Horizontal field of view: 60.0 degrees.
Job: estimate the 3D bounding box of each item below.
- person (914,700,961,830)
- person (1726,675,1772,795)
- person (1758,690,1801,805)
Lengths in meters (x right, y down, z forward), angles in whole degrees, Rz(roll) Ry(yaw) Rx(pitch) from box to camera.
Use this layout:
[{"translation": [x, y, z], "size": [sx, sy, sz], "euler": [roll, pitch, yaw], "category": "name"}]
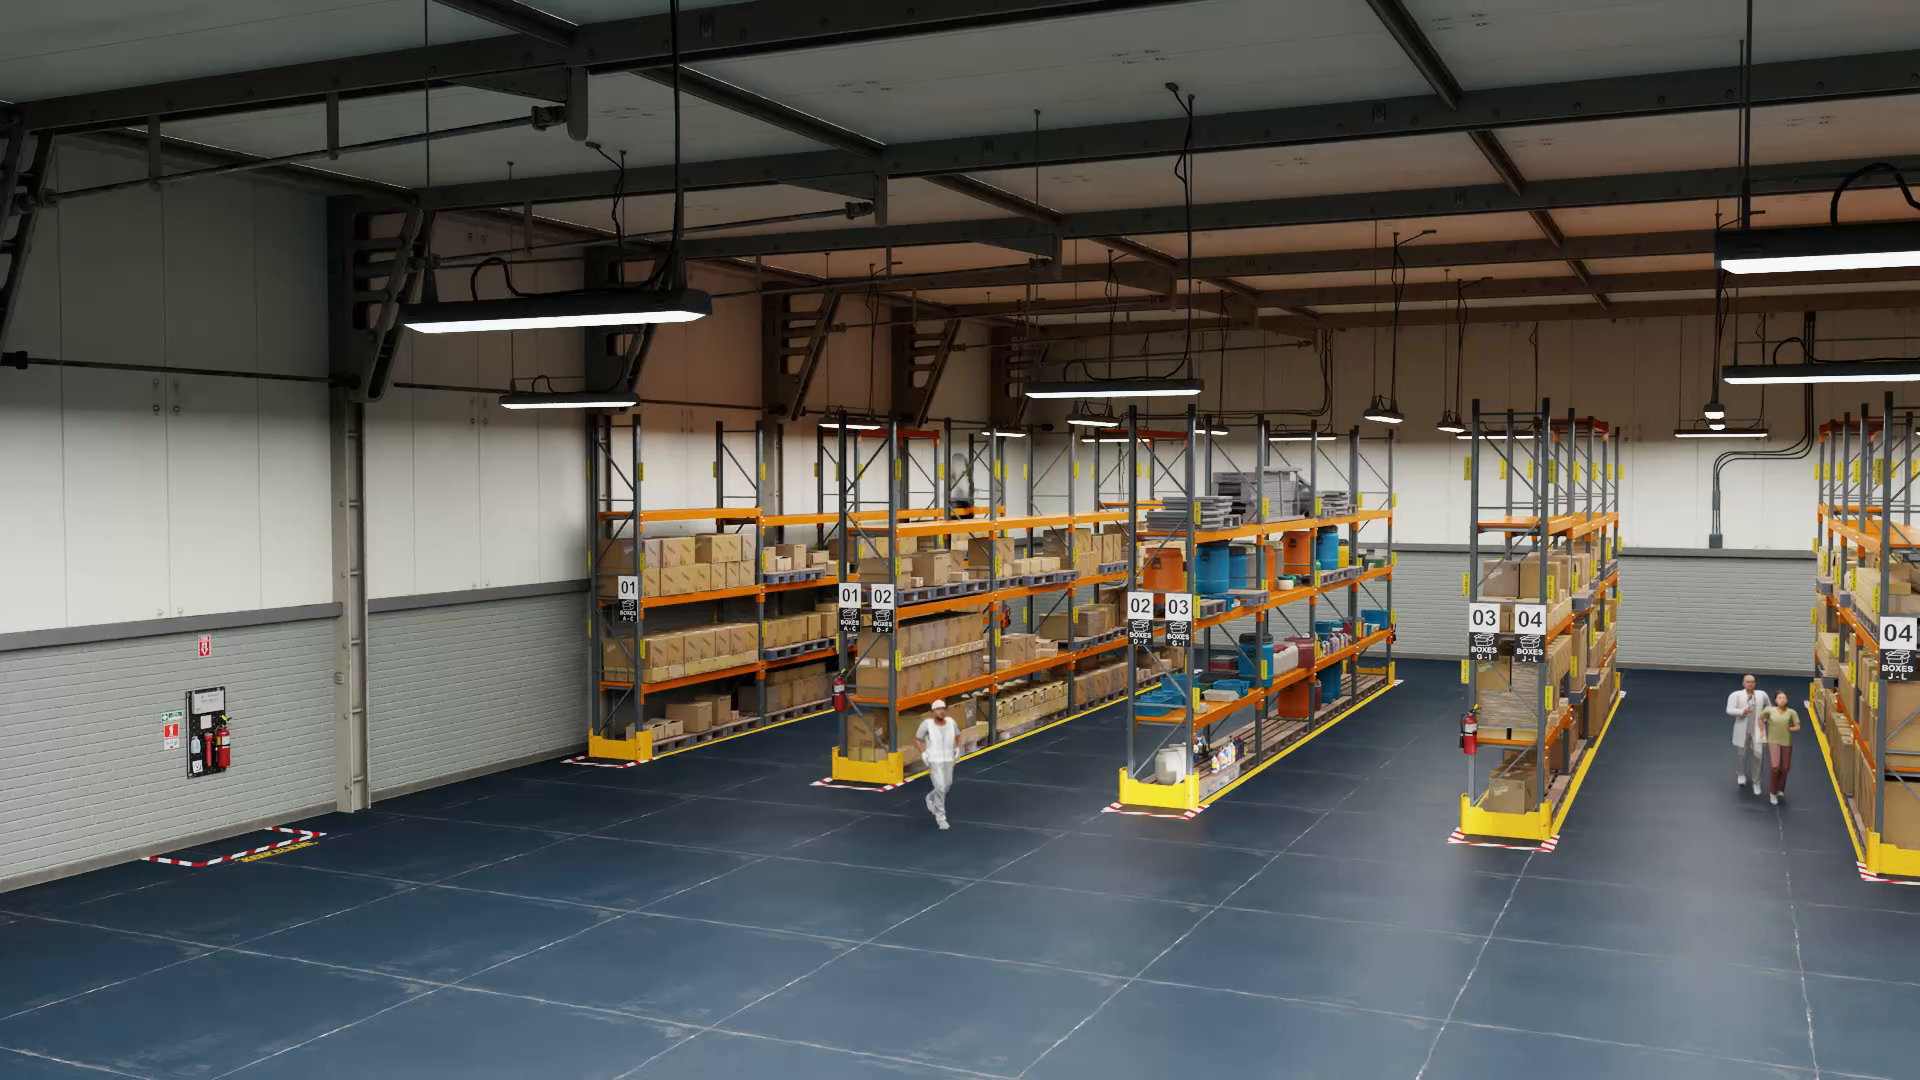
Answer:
[{"translation": [-0.312, 3.148, 23.595], "size": [0.677, 1.795, 0.817], "euler": [-1, 3, -24], "category": "person"}, {"translation": [12.394, 3.034, 26.121], "size": [0.677, 1.846, 0.866], "euler": [1, 2, 20], "category": "person"}, {"translation": [12.410, 3.130, 25.175], "size": [0.544, 1.715, 0.715], "euler": [1, 2, 15], "category": "person"}]
